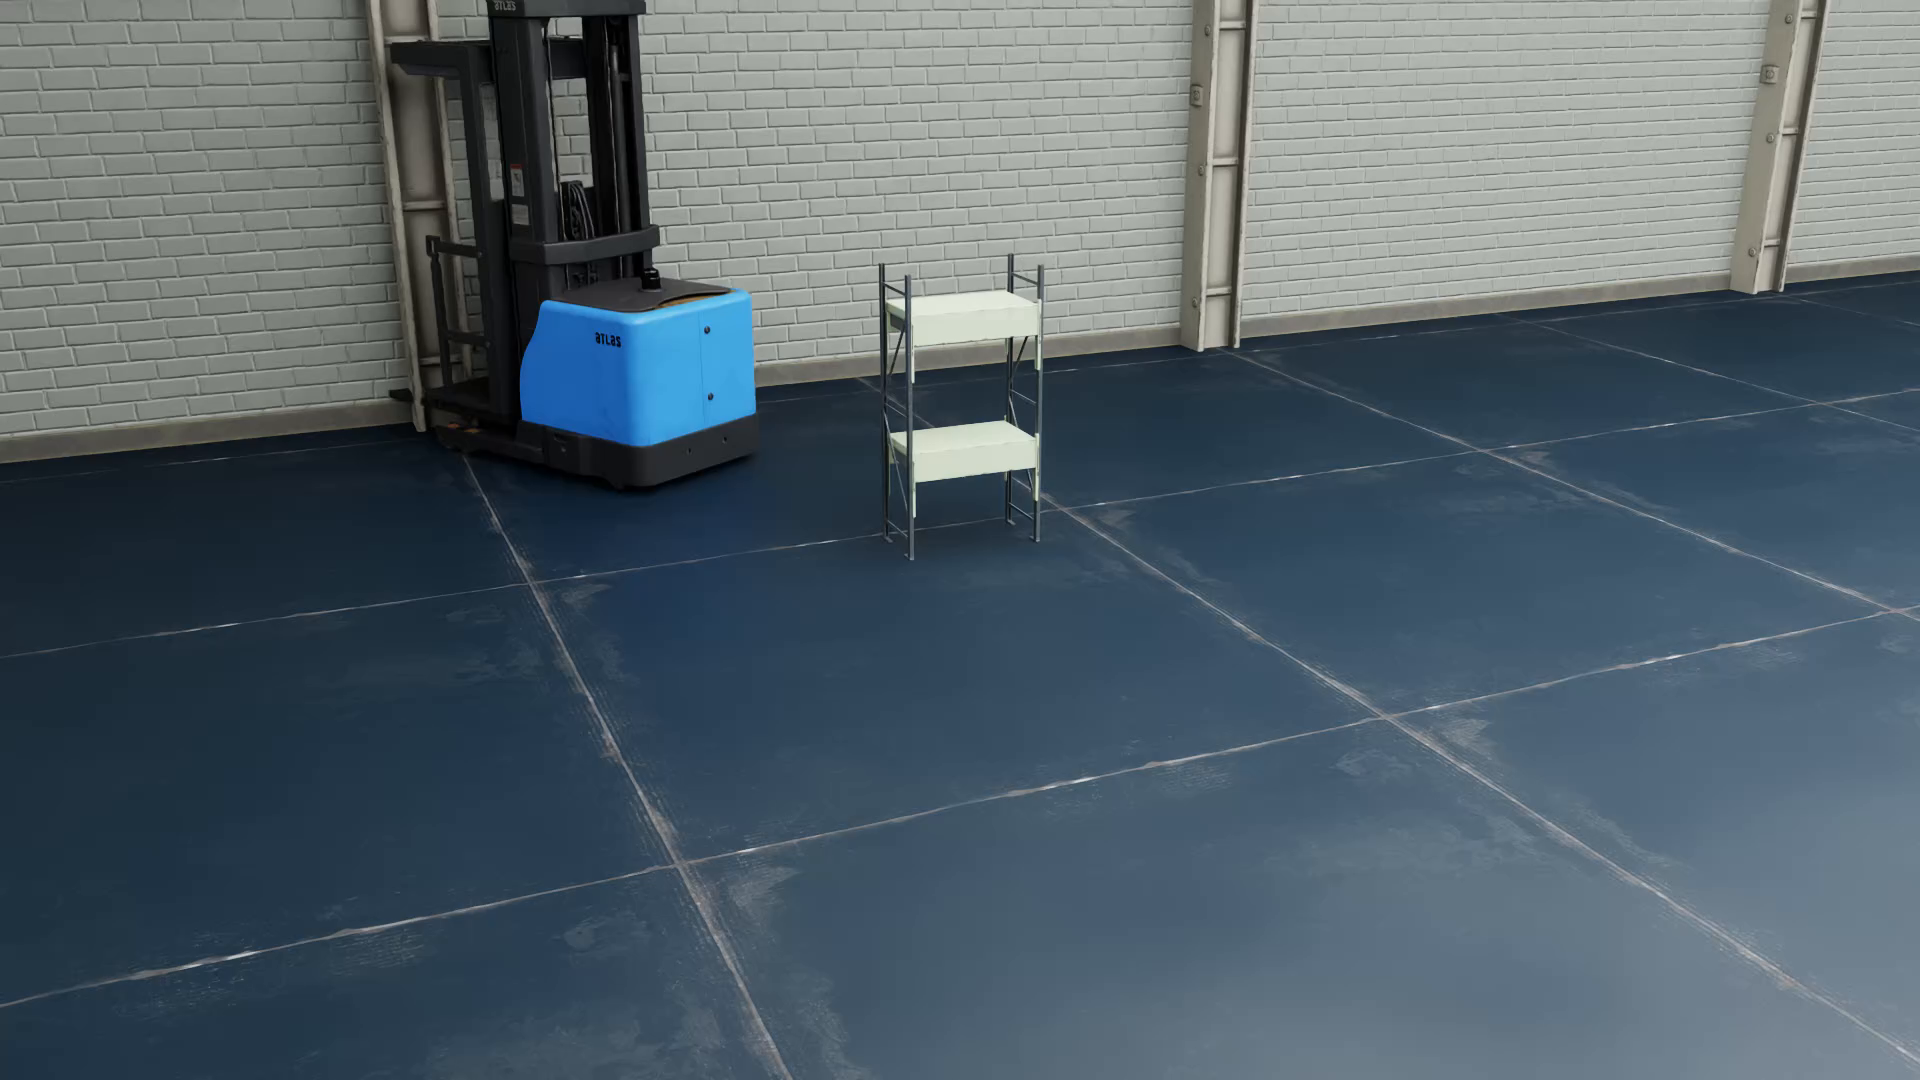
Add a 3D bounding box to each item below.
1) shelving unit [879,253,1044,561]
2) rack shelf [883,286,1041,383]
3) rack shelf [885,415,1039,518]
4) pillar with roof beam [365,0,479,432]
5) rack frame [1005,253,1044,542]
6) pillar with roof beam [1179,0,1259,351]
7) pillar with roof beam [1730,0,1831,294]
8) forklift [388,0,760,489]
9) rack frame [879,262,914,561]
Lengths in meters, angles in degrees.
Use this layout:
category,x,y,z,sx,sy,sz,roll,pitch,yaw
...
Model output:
category,x,y,z,sx,sy,sz,roll,pitch,yaw
shelving unit,0.006,-0.708,8.775,0.755,1.500,0.431,-8,21,-22
rack shelf,0.006,-1.076,8.646,0.720,0.370,0.431,-8,21,-22
rack shelf,0.006,-0.401,8.884,0.720,0.370,0.431,-8,21,-22
pillar with roof beam,-1.781,-3.724,6.048,0.400,9.000,9.100,-8,21,-22
rack frame,0.342,-0.756,8.912,0.023,1.500,0.400,-8,21,-22
pillar with roof beam,3.728,-4.513,8.290,0.400,9.000,9.100,-8,21,-22
pillar with roof beam,9.238,-5.302,10.532,0.400,9.000,9.100,-8,21,-22
forklift,-2.740,-2.050,10.430,3.031,2.935,1.130,14,24,34
rack frame,-0.330,-0.660,8.639,0.023,1.500,0.400,-8,21,-22
